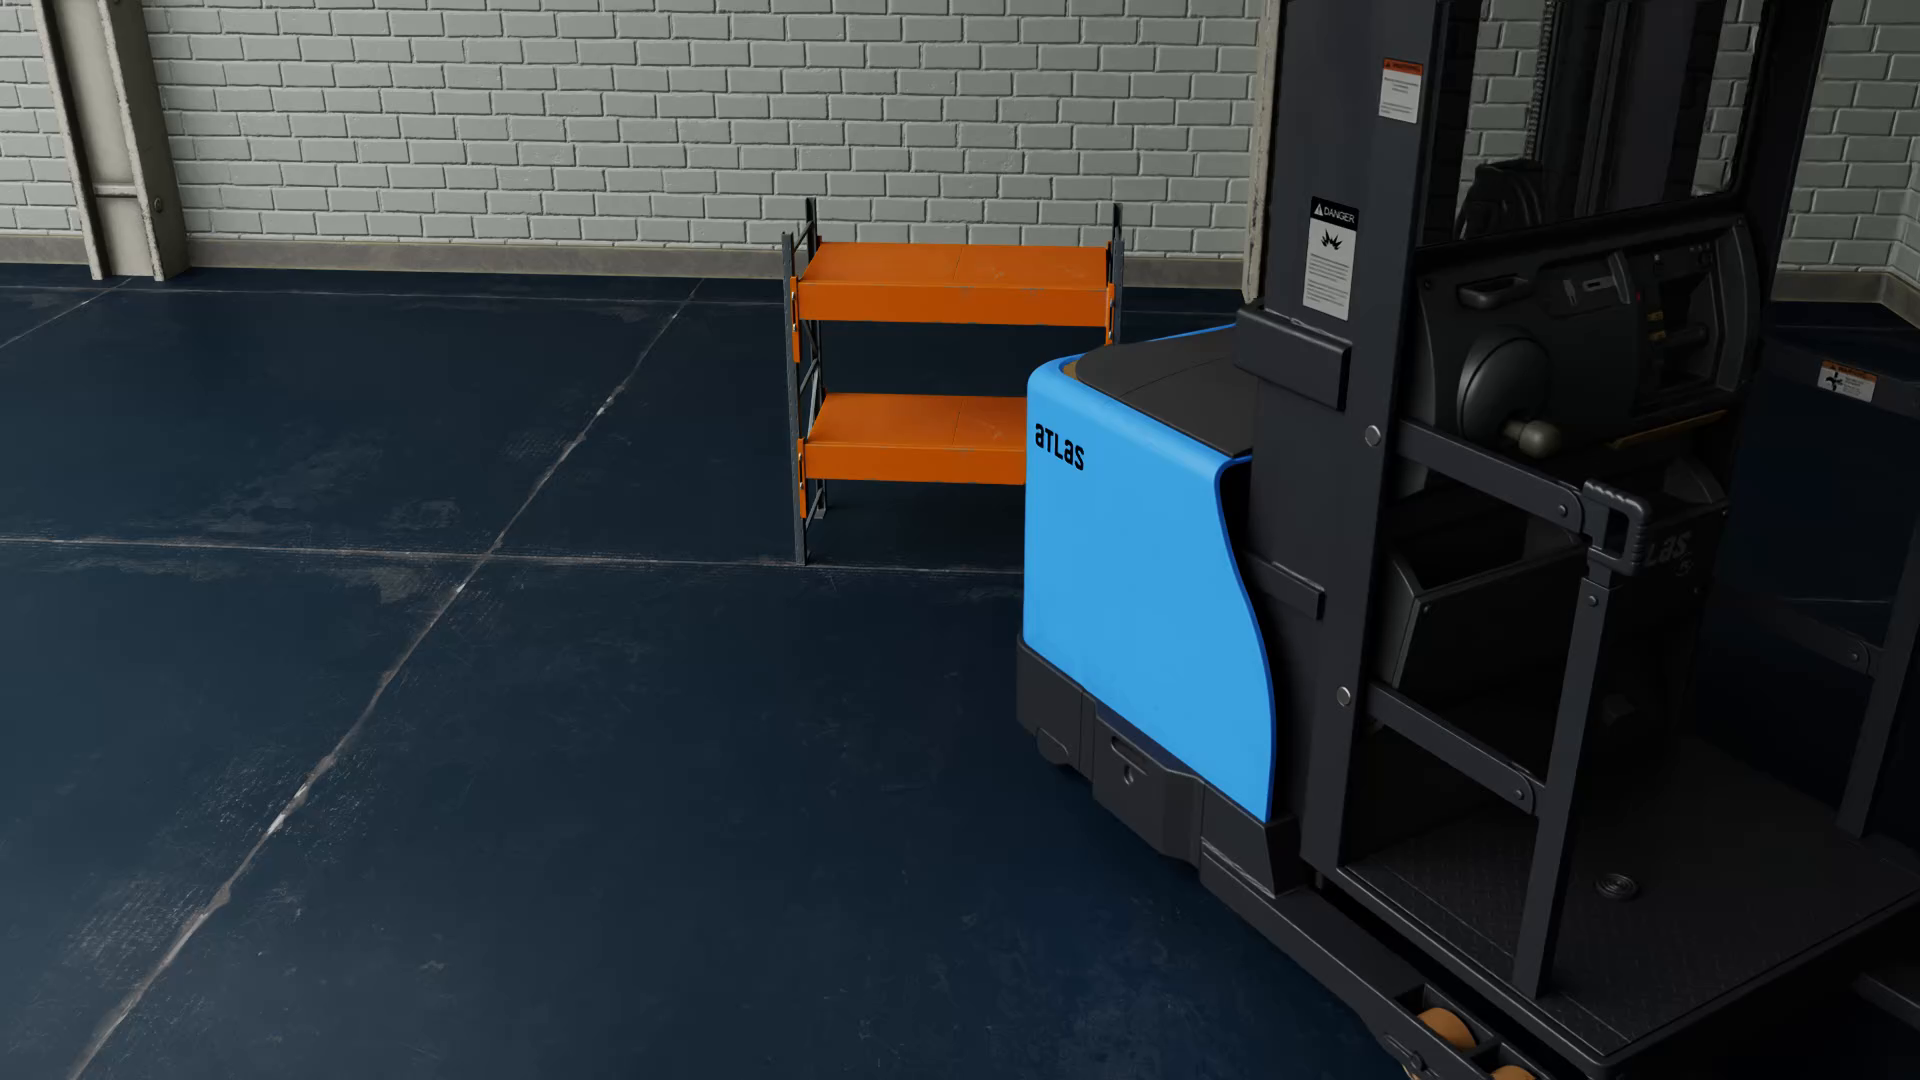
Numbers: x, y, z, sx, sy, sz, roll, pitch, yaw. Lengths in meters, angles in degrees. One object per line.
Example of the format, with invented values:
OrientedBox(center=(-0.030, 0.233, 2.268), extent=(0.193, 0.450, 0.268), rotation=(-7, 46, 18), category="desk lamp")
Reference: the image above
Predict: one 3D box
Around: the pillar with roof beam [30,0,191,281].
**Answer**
OrientedBox(center=(-4.674, -3.719, 3.067), extent=(0.400, 9.000, 9.100), rotation=(2, 25, 4), category="pillar with roof beam")

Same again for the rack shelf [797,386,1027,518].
OrientedBox(center=(-0.007, -0.289, 5.618), extent=(1.000, 0.278, 0.538), rotation=(2, 25, 4), category="rack shelf")

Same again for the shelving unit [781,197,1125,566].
OrientedBox(center=(-0.007, -0.511, 5.515), extent=(1.048, 1.125, 0.538), rotation=(2, 25, 4), category="shelving unit")

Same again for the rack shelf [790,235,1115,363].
OrientedBox(center=(-0.007, -0.777, 5.393), extent=(1.000, 0.278, 0.538), rotation=(2, 25, 4), category="rack shelf")

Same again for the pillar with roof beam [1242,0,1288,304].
OrientedBox(center=(1.309, -3.527, 2.649), extent=(0.400, 9.000, 9.100), rotation=(2, 25, 4), category="pillar with roof beam")

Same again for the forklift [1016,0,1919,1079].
OrientedBox(center=(1.341, -0.373, 3.055), extent=(1.130, 2.935, 3.031), rotation=(-14, 28, -28), category="forklift")

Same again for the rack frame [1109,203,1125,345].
OrientedBox(center=(0.500, -0.495, 5.480), extent=(0.032, 1.125, 0.500), rotation=(2, 25, 4), category="rack frame")

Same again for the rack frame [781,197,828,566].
OrientedBox(center=(-0.514, -0.527, 5.551), extent=(0.032, 1.125, 0.500), rotation=(2, 25, 4), category="rack frame")
